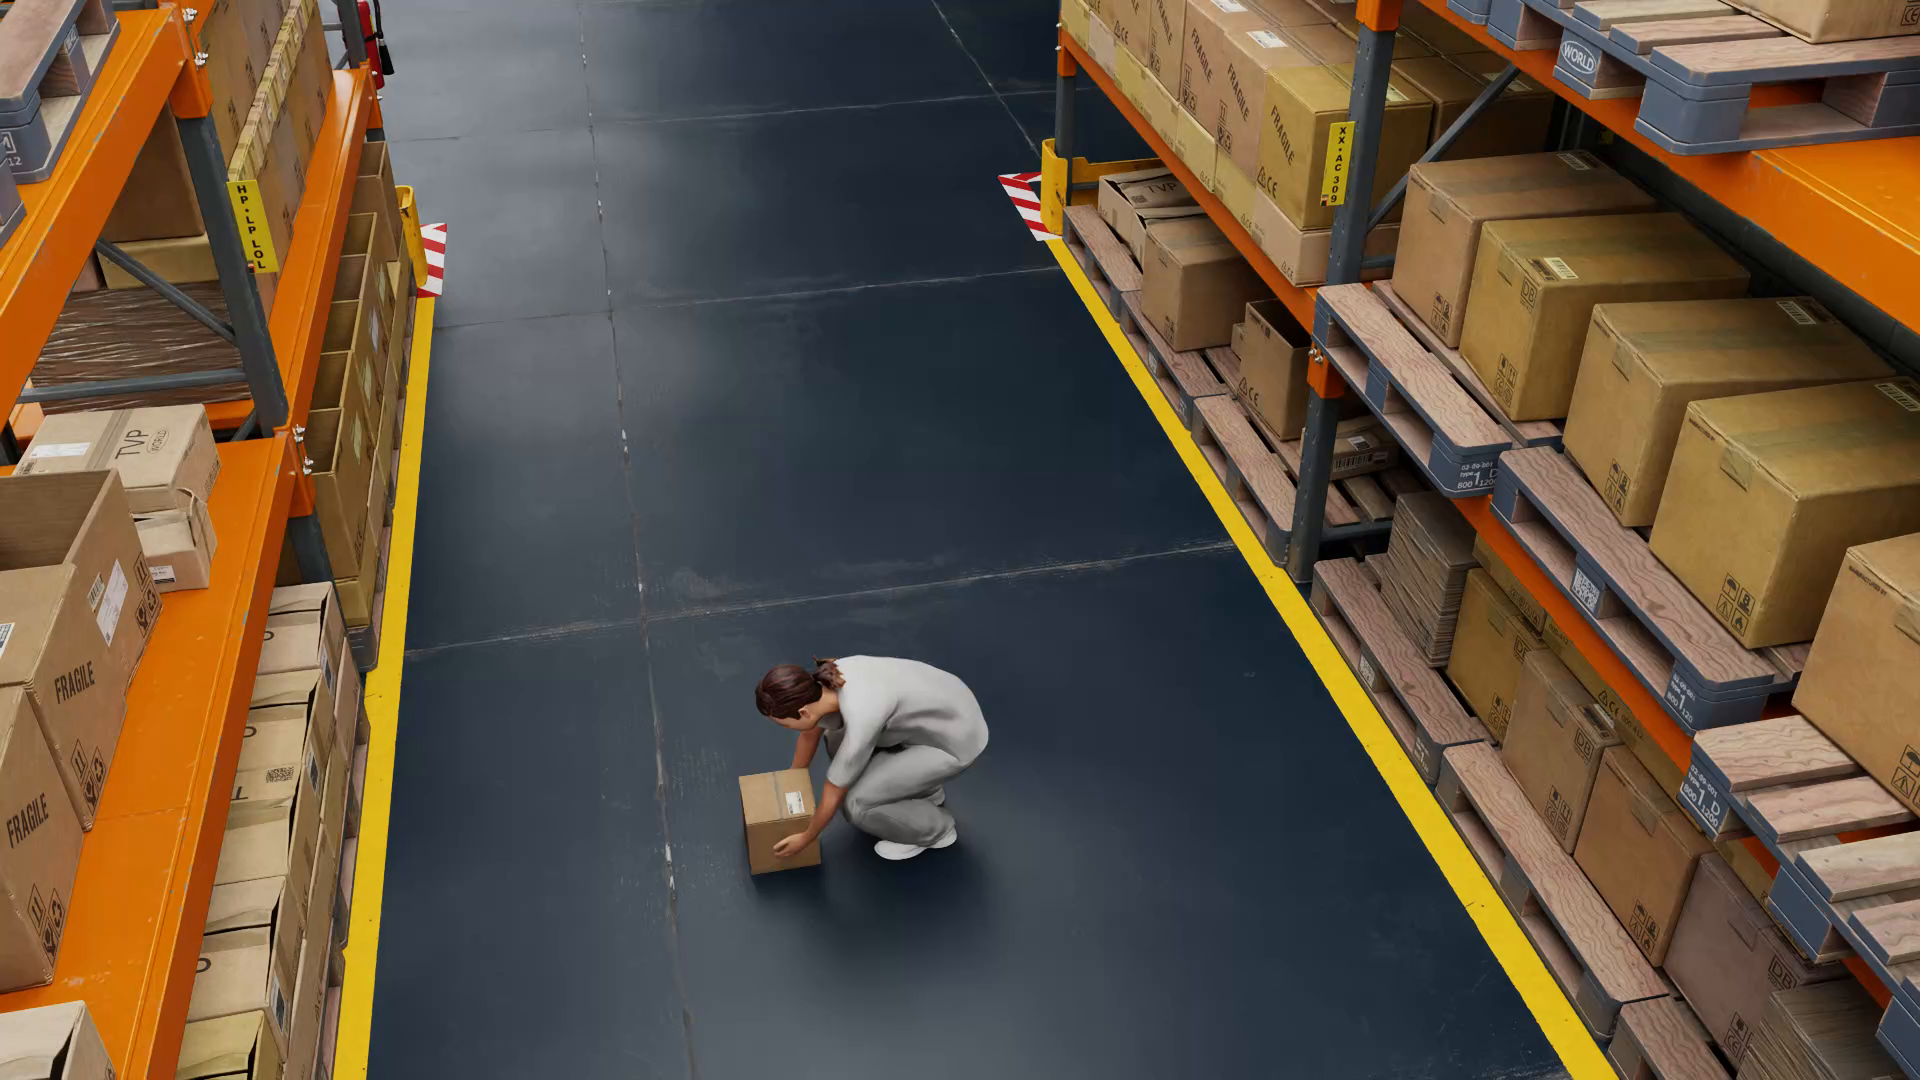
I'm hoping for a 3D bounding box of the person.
[{"bbox_3d":[-0.300,0.720,5.822,0.803,0.858,0.484,-7,35,-10],"label":"person"}]
